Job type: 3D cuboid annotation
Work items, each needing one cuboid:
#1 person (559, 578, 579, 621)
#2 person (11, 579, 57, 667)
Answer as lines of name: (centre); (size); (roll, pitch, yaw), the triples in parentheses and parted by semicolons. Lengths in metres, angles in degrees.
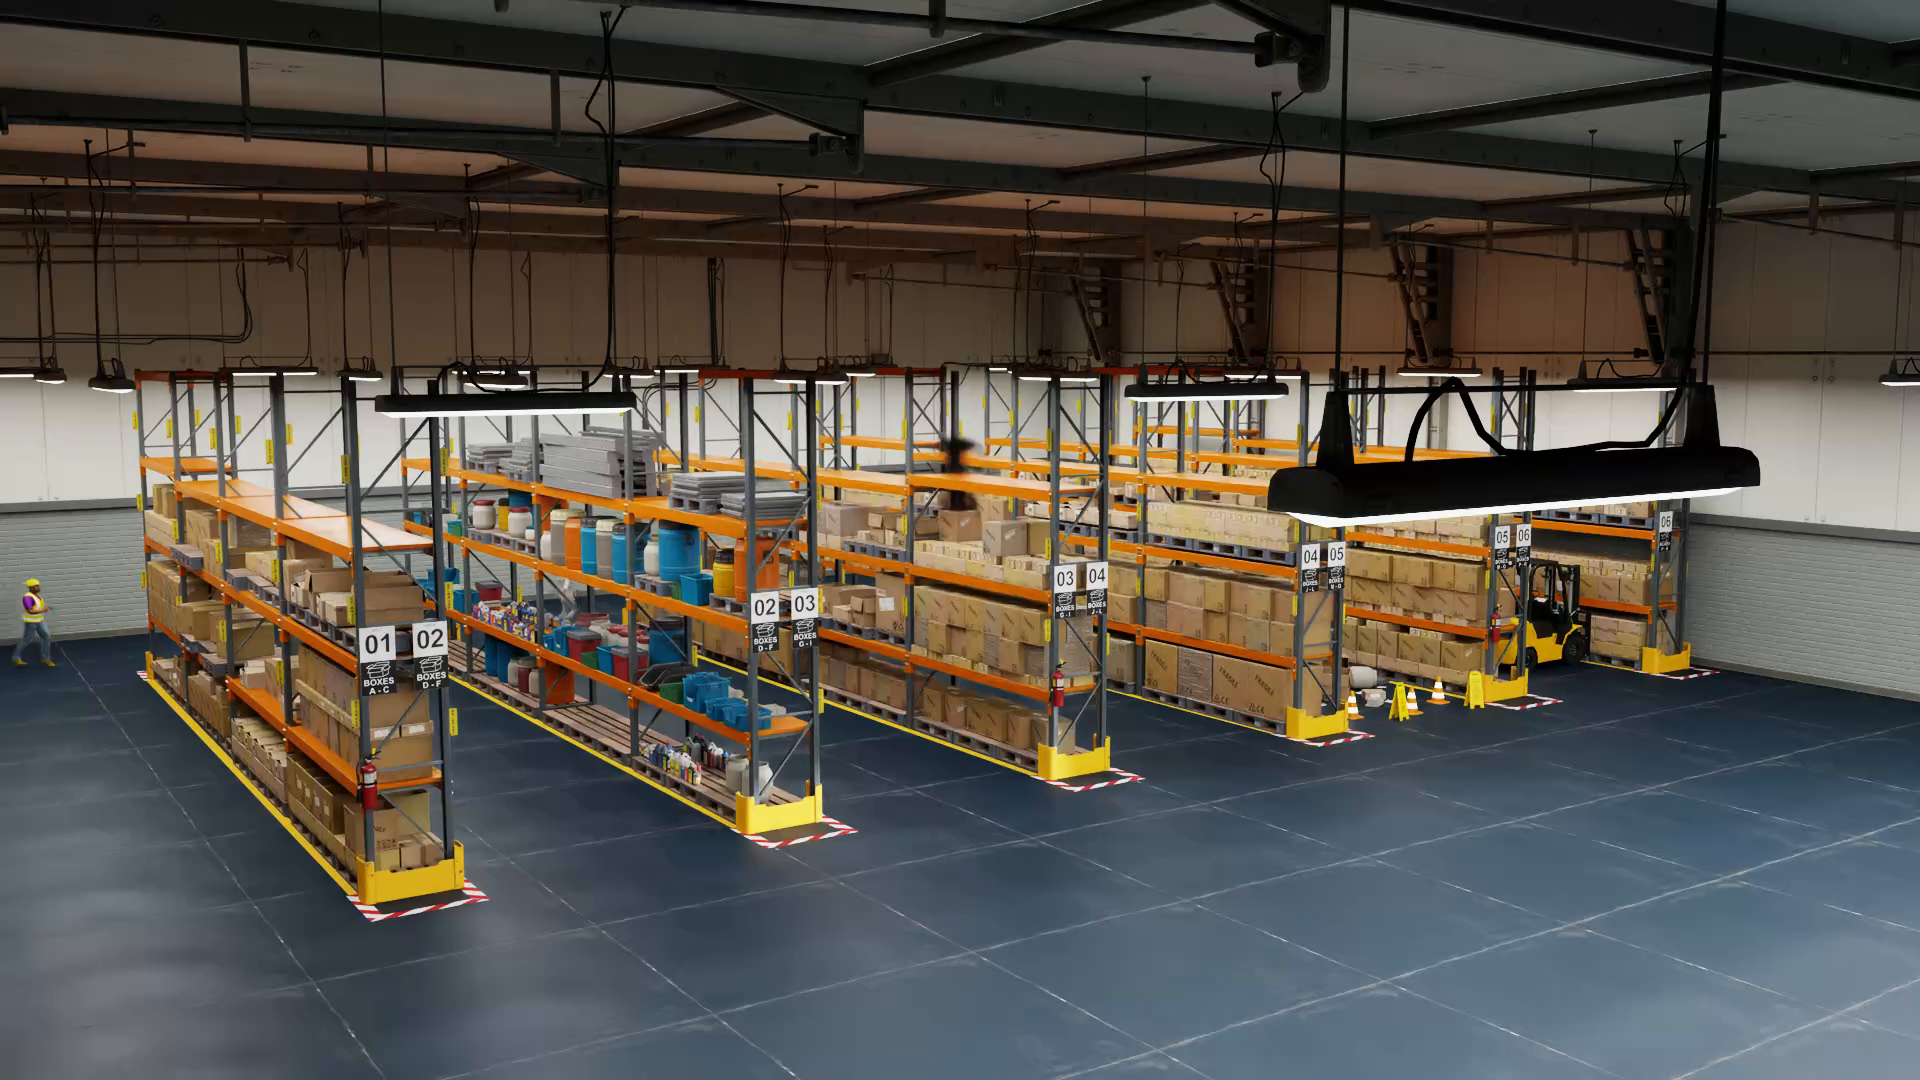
person: (-8.910, 1.303, 37.794); (0.640, 1.547, 0.552); (-4, 8, -33)
person: (-18.608, 1.683, 33.381); (0.867, 1.823, 0.680); (-1, 6, -4)
